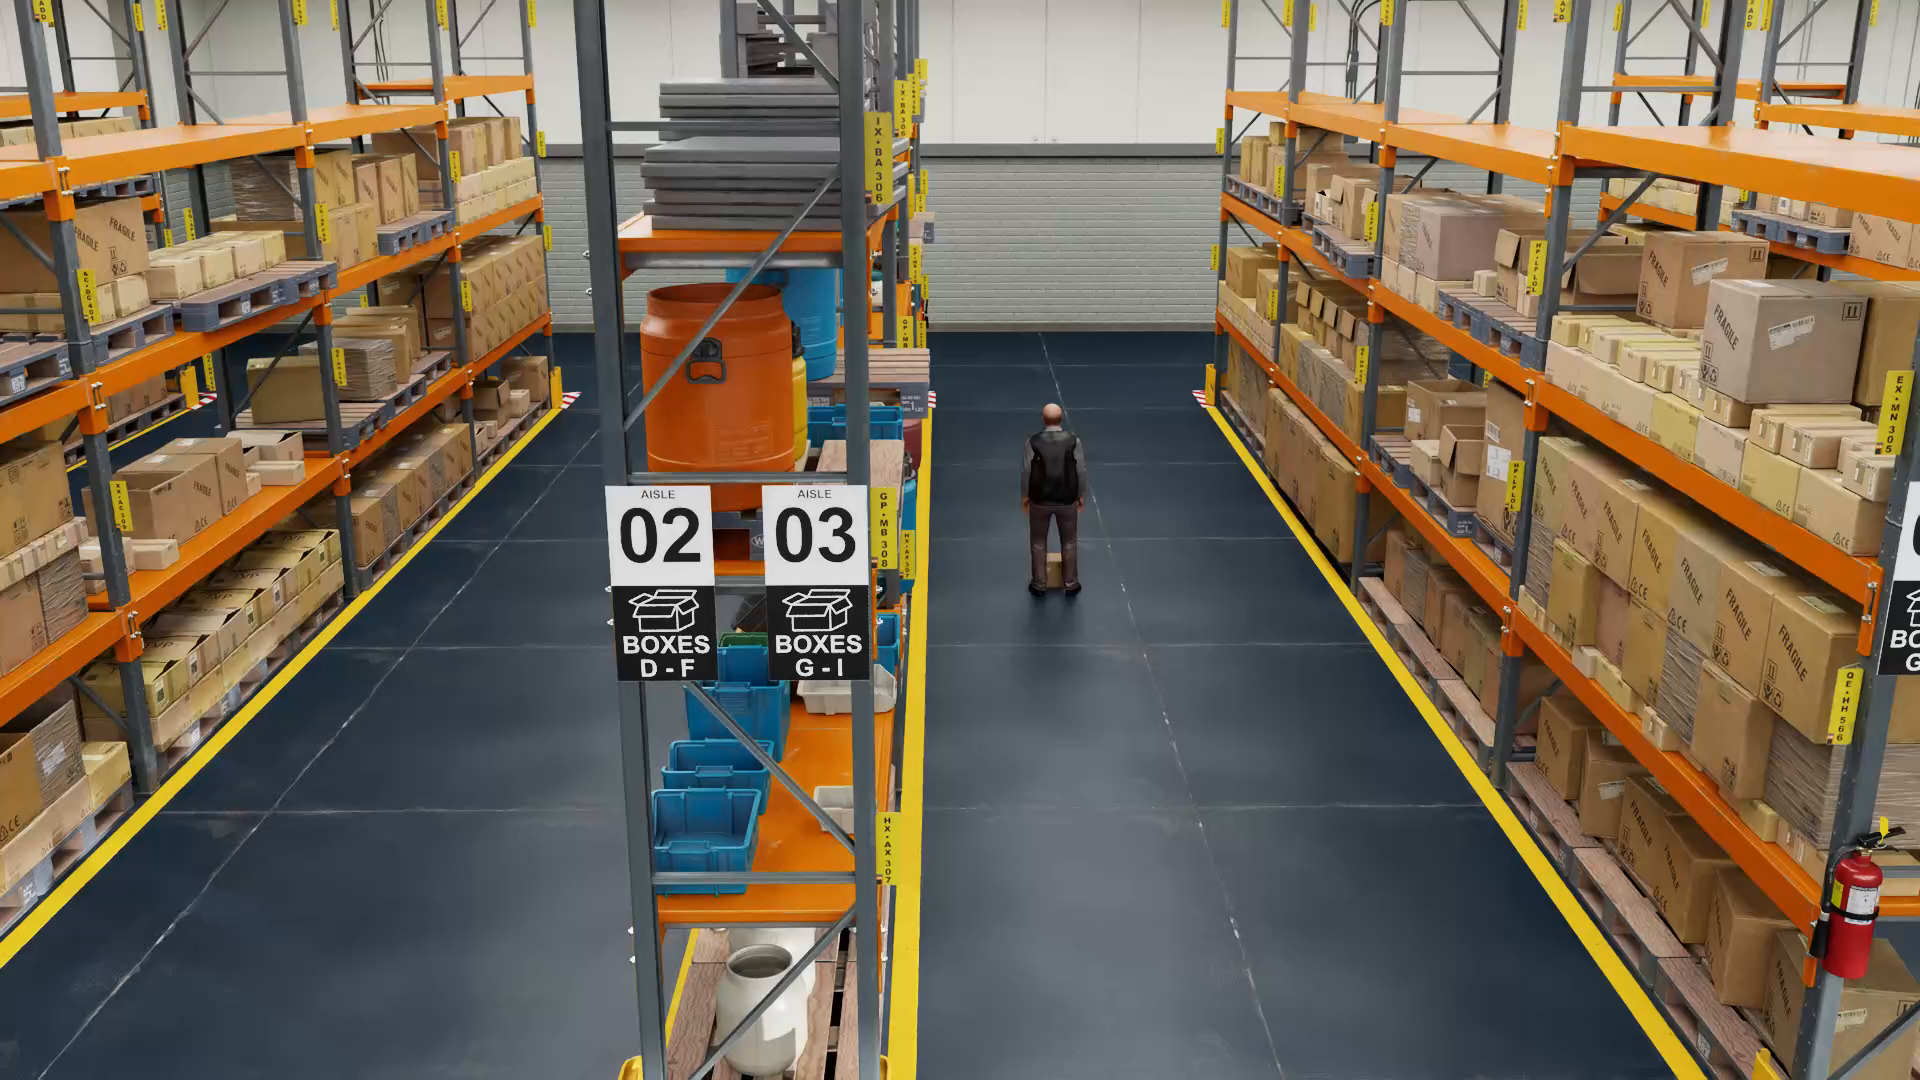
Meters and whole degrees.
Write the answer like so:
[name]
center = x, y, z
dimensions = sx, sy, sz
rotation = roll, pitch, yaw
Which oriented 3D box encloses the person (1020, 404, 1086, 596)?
[person]
center = 0.823, -0.345, 14.714
dimensions = 0.580, 1.721, 0.414
rotation = 0, 17, -1
